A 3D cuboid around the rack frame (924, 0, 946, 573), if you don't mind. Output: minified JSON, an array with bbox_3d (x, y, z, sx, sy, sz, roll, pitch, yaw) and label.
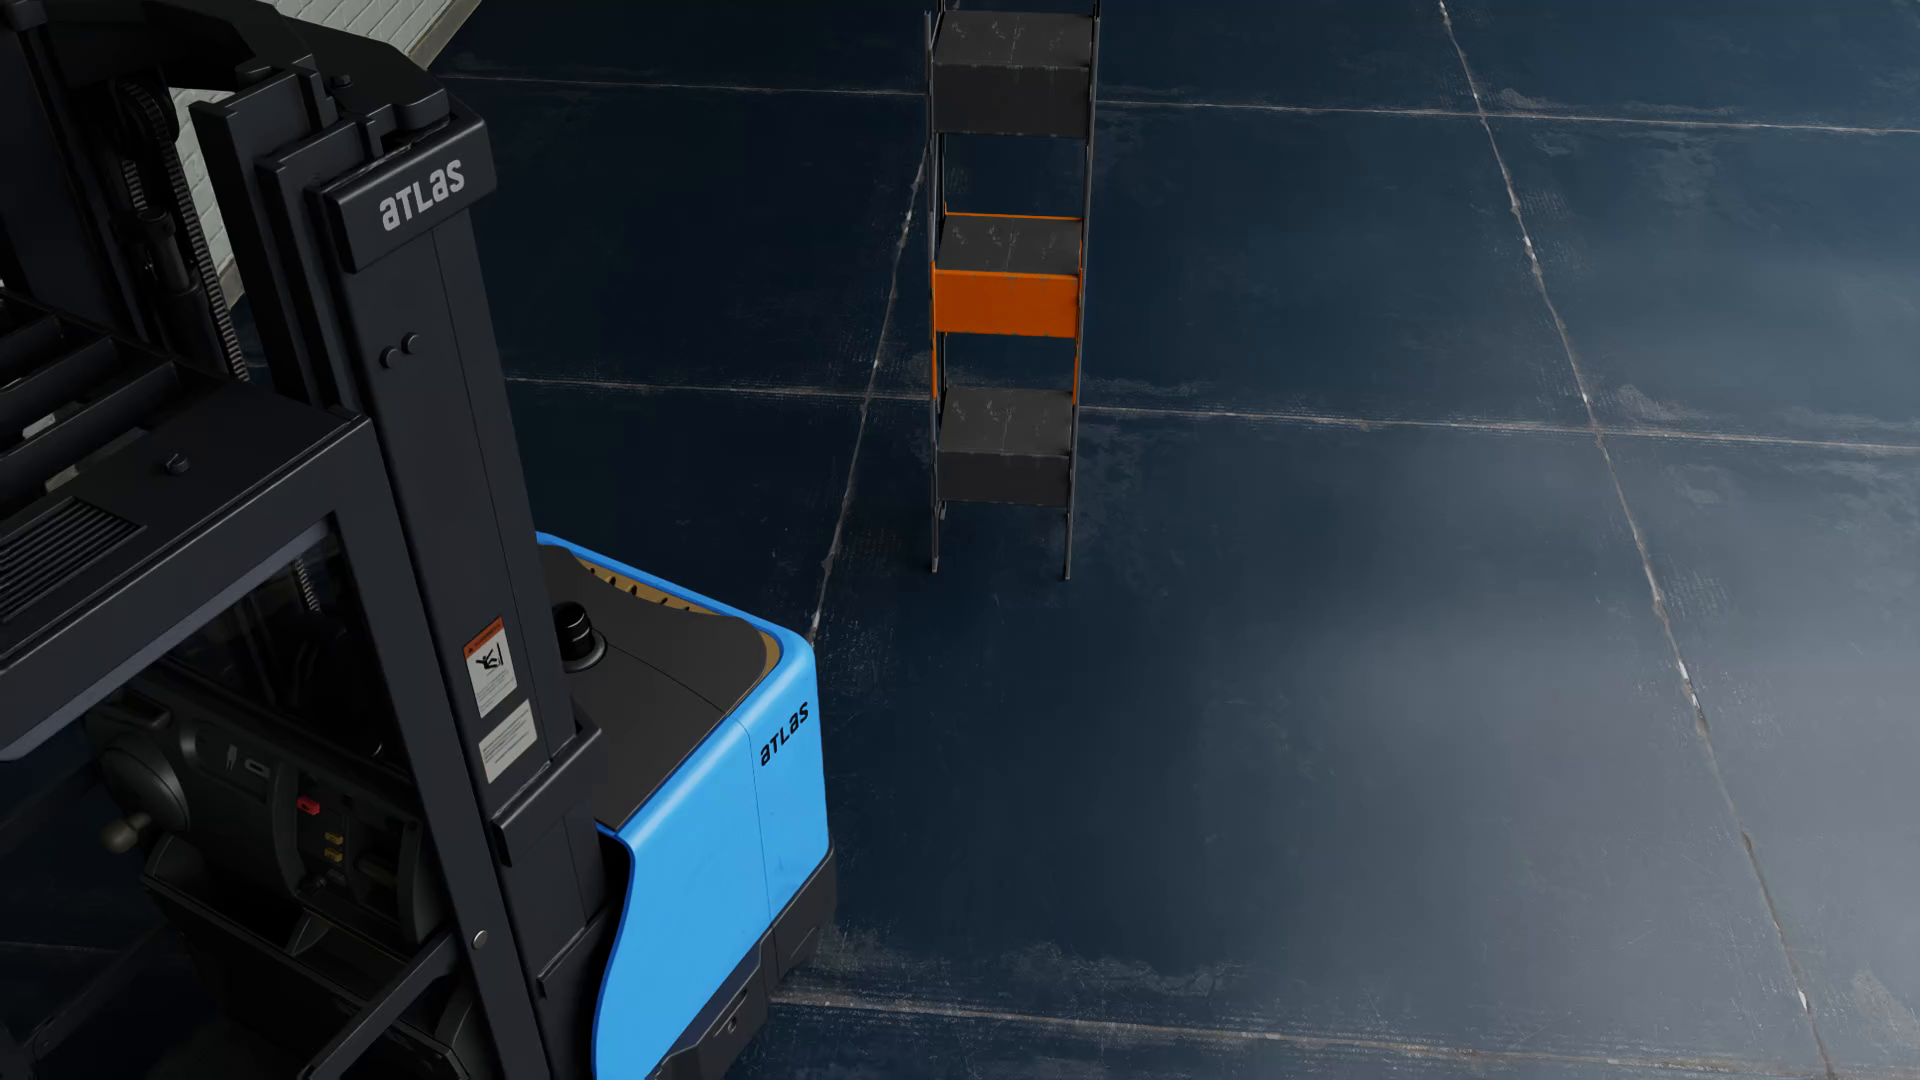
[{"bbox_3d":[-0.078,-0.819,5.592,0.015,2.100,0.400,3,39,4],"label":"rack frame"}]

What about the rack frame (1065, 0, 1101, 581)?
[{"bbox_3d":[0.408,-0.792,5.560,0.015,2.100,0.400,3,39,4],"label":"rack frame"}]

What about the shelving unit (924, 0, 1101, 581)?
[{"bbox_3d":[0.165,-0.805,5.576,0.503,2.100,0.431,3,39,4],"label":"shelving unit"}]

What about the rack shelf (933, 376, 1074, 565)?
[{"bbox_3d":[0.165,-0.252,6.027,0.480,0.518,0.431,3,39,4],"label":"rack shelf"}]

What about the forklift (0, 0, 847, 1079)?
[{"bbox_3d":[-1.495,0.581,3.214,1.130,2.935,3.031,20,43,22],"label":"forklift"}]

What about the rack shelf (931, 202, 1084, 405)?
[{"bbox_3d":[0.165,-0.795,5.585,0.480,0.518,0.431,3,39,4],"label":"rack shelf"}]

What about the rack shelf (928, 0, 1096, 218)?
[{"bbox_3d":[0.165,-1.338,5.143,0.480,0.518,0.431,3,39,4],"label":"rack shelf"}]
